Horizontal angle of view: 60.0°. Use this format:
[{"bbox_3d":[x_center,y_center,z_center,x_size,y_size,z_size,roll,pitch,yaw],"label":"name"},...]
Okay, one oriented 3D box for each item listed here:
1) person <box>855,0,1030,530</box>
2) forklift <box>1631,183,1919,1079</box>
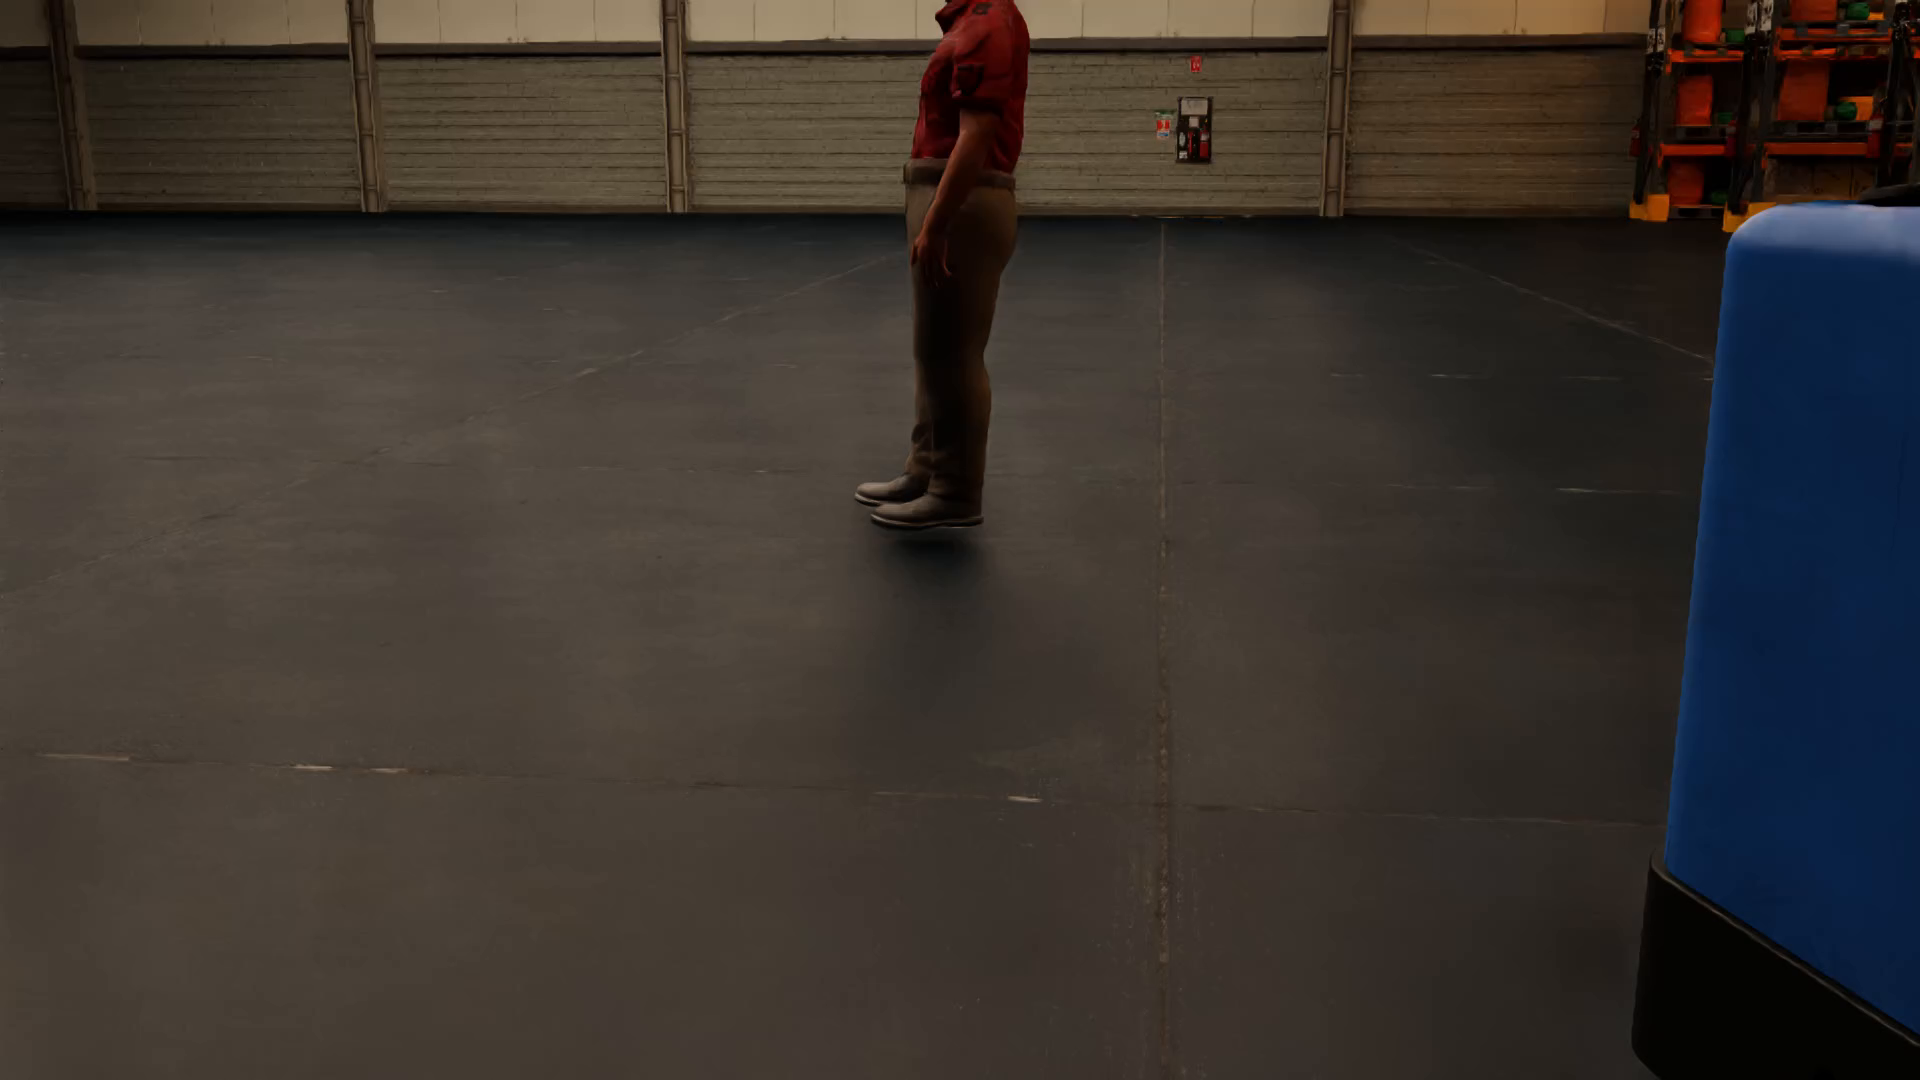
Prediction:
[{"bbox_3d":[-0.088,-0.892,4.761,0.550,1.727,0.640,2,13,7],"label":"person"},{"bbox_3d":[2.382,-0.719,1.585,3.031,2.935,1.130,-3,14,-13],"label":"forklift"}]
